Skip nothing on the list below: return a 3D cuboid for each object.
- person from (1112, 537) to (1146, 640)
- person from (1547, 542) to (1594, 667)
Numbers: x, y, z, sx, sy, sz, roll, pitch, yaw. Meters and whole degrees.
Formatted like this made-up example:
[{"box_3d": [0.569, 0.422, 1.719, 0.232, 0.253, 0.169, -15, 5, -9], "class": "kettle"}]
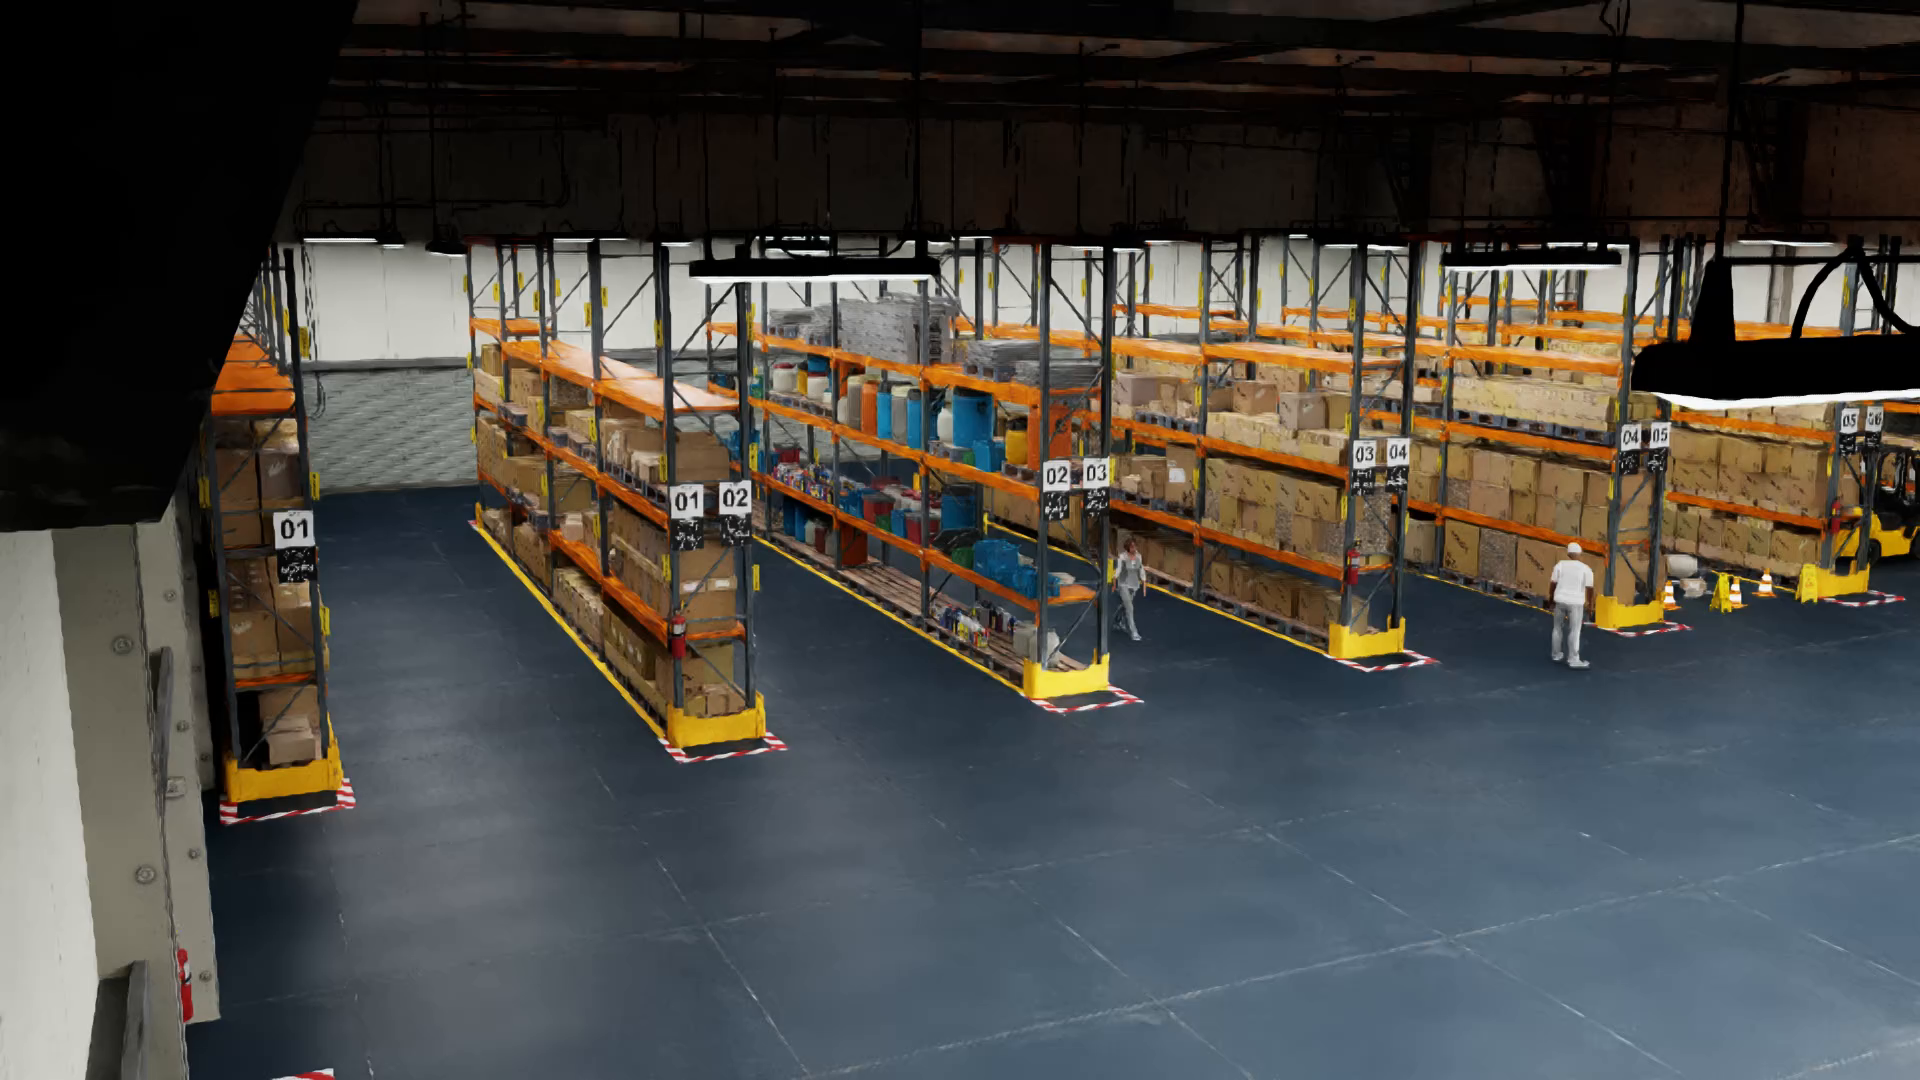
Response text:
[{"box_3d": [2.595, 0.708, 25.425, 0.432, 1.524, 0.948, -5, 12, -25], "class": "person"}, {"box_3d": [8.735, 0.897, 23.781, 0.649, 1.764, 0.463, 8, 14, 36], "class": "person"}]
